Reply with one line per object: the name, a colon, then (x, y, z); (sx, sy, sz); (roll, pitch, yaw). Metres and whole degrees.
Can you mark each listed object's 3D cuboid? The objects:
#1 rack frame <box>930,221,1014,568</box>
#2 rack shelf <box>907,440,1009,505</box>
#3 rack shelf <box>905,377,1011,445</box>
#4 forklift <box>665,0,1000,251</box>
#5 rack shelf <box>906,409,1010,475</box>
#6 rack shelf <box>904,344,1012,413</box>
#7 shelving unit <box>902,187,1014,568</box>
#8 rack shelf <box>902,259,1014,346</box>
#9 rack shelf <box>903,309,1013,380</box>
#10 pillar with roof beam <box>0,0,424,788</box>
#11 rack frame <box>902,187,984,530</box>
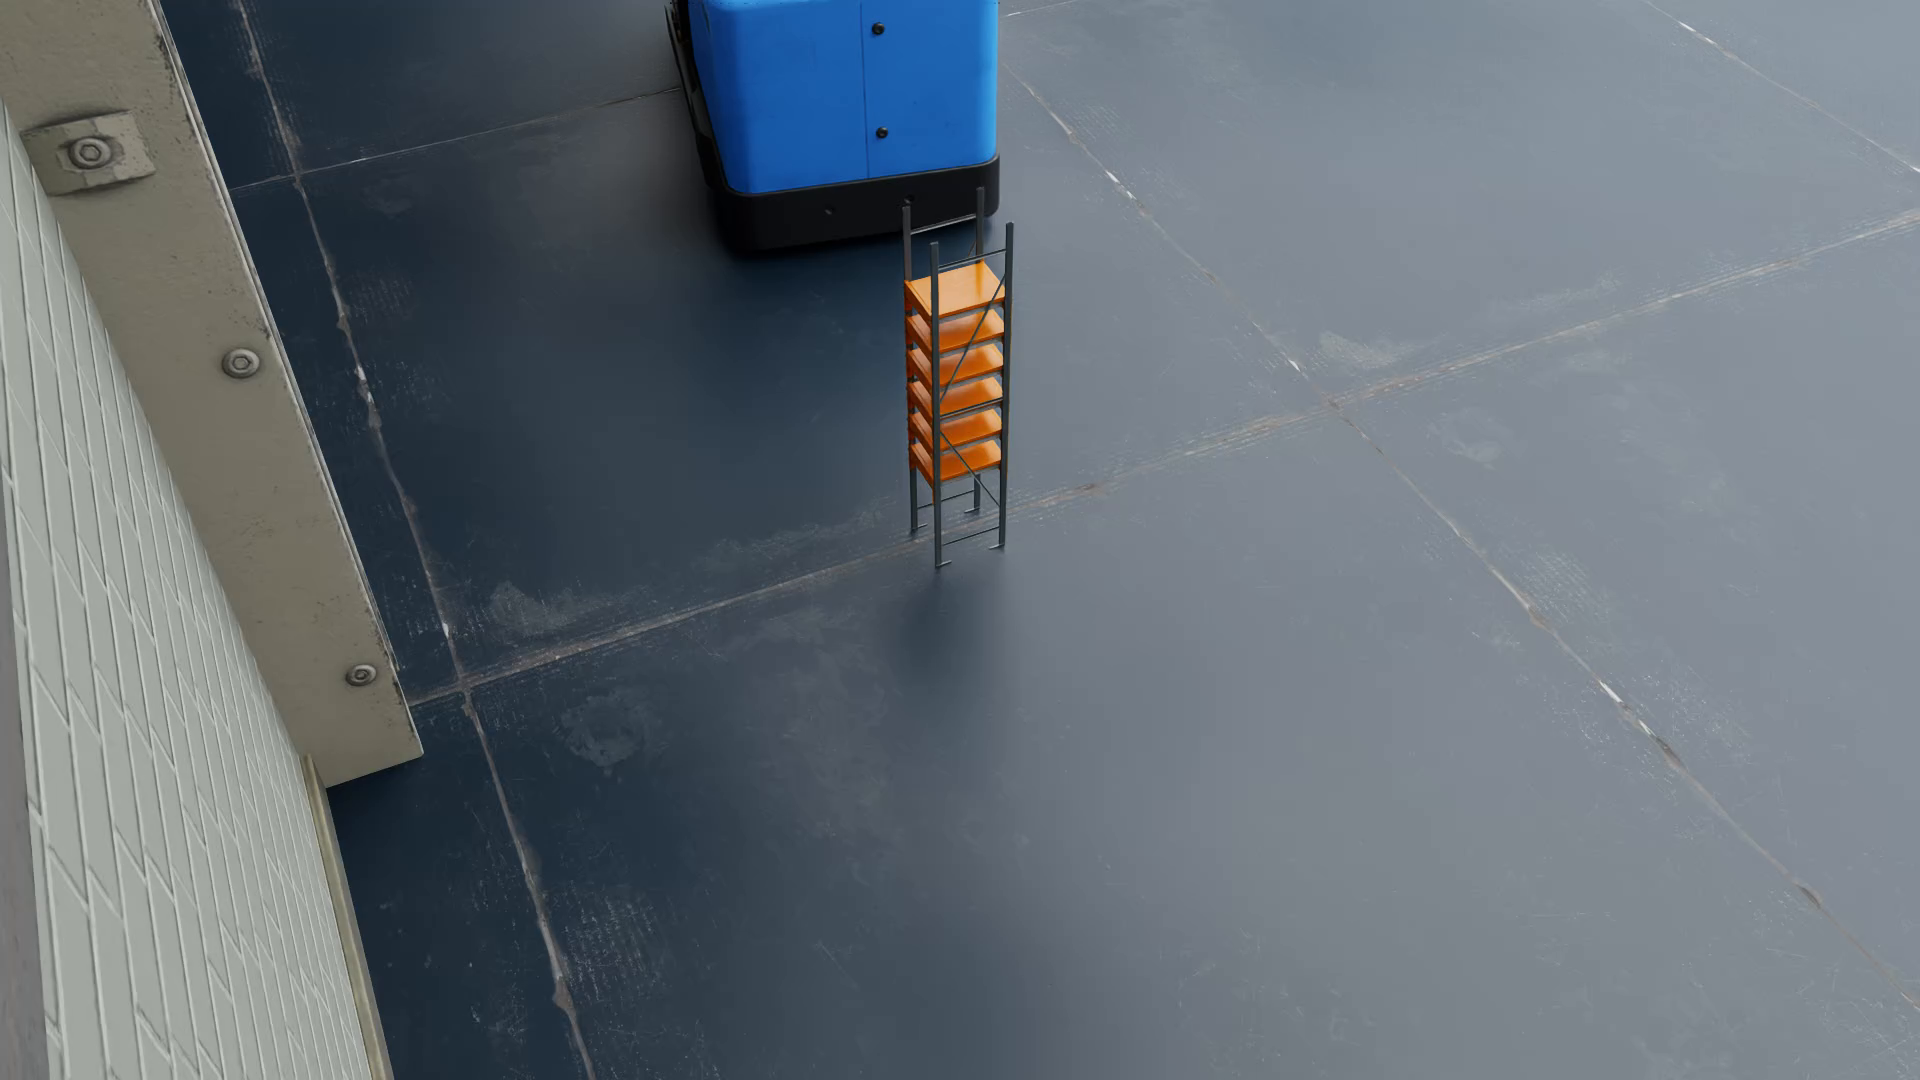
rack frame: (0.032, -0.378, 4.779); (0.240, 1.200, 0.006); (-18, 47, -17)
rack shelf: (-0.006, -0.234, 5.038); (0.258, 0.103, 0.180); (-18, 47, -17)
rack shelf: (-0.006, -0.405, 4.869); (0.258, 0.103, 0.180); (-18, 47, -17)
forklift: (-0.697, -3.184, 6.390); (1.130, 2.935, 3.031); (-10, 45, -10)
rack shelf: (-0.006, -0.319, 4.953); (0.258, 0.103, 0.180); (-18, 47, -17)
rack shelf: (-0.006, -0.490, 4.785); (0.258, 0.103, 0.180); (-18, 47, -17)
shelving unit: (-0.006, -0.436, 4.838); (0.258, 1.200, 0.189); (-18, 47, -17)
rack shelf: (-0.006, -0.661, 4.616); (0.258, 0.103, 0.180); (-18, 47, -17)
rack shelf: (-0.006, -0.576, 4.701); (0.258, 0.103, 0.180); (-18, 47, -17)
pillar with roof beam: (2.187, -3.955, 2.851); (9.100, 9.000, 0.400); (-18, 47, -17)
rack frame: (-0.045, -0.495, 4.897); (0.240, 1.200, 0.006); (-18, 47, -17)
